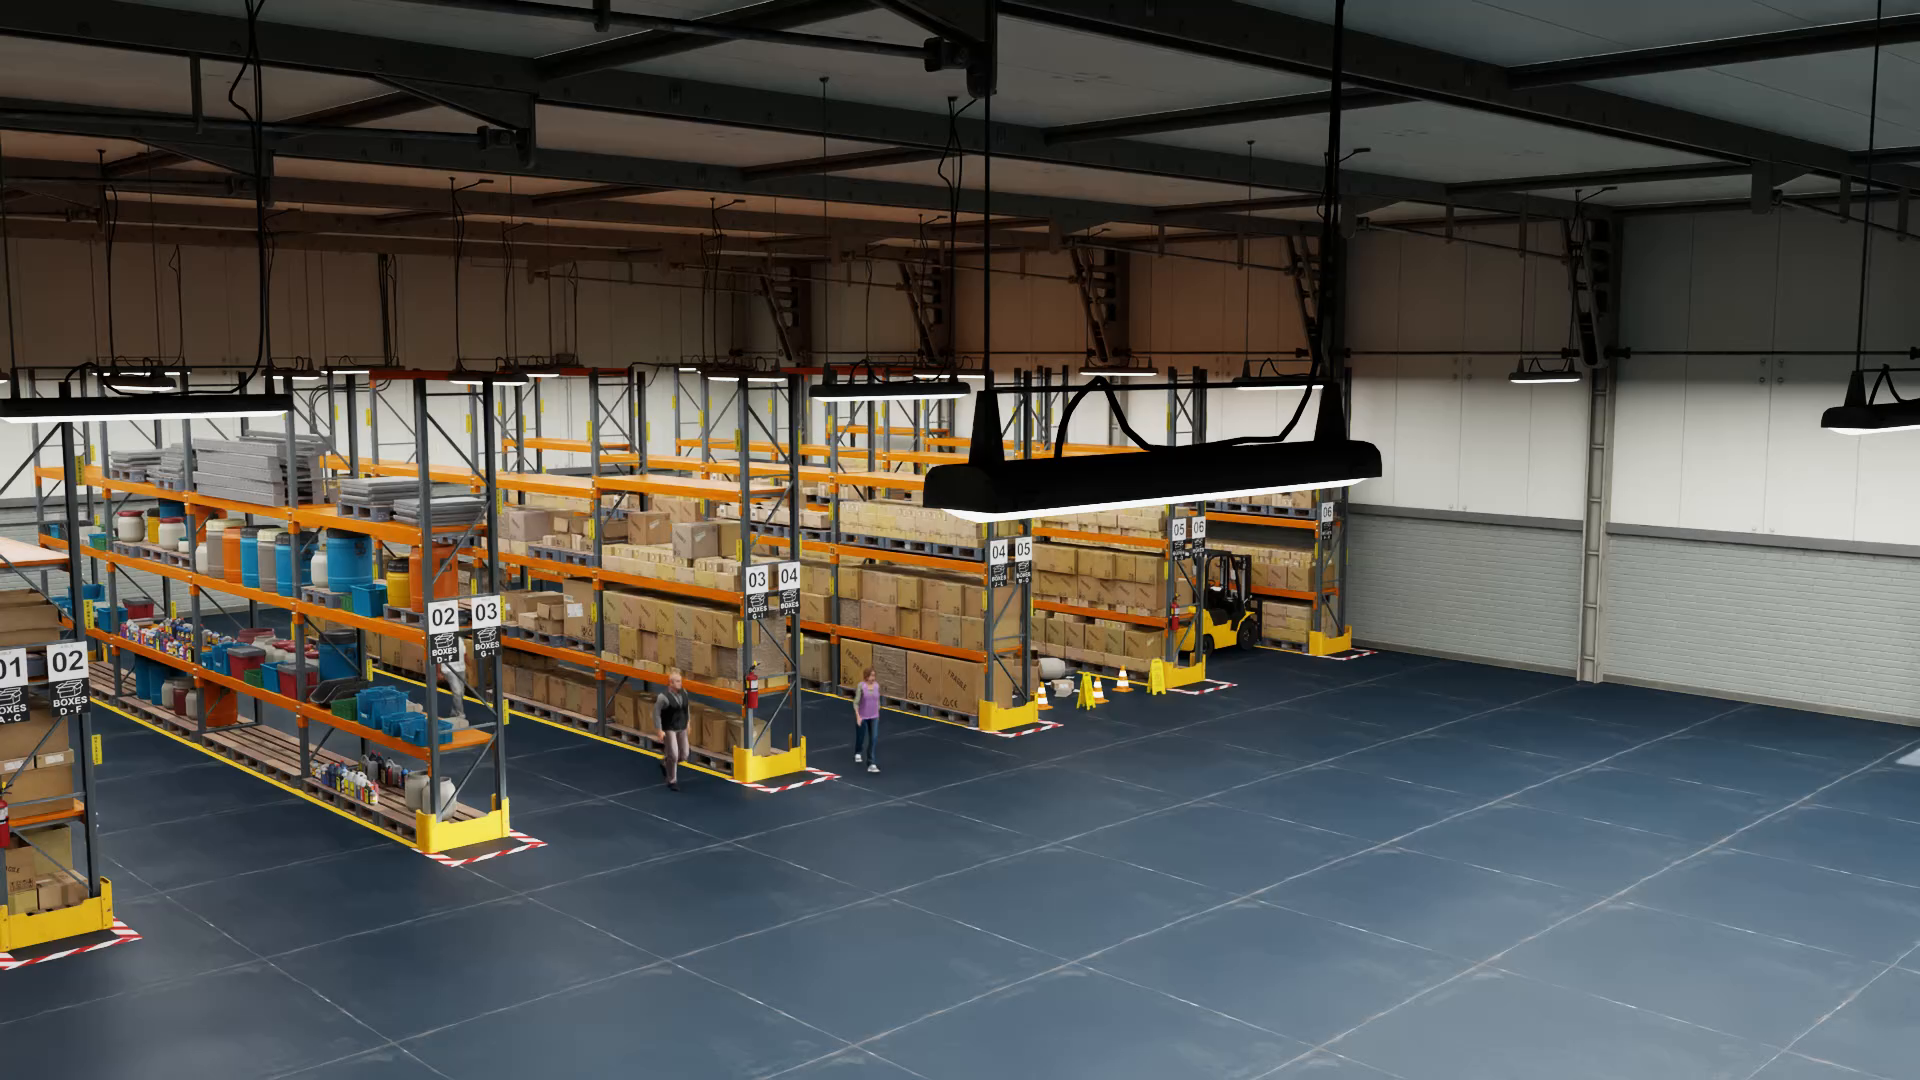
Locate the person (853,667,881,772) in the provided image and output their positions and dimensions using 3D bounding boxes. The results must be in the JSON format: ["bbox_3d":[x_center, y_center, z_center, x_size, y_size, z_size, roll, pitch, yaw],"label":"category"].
[{"bbox_3d":[-1.390,2.705,25.287,0.482,1.552,0.843,-3,7,-25],"label":"person"}]

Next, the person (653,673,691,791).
[{"bbox_3d":[-4.231,2.763,24.242,0.639,1.704,0.624,6,8,41],"label":"person"}]

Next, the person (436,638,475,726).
[{"bbox_3d":[-8.524,2.268,28.376,0.732,1.772,0.594,4,7,30],"label":"person"}]
